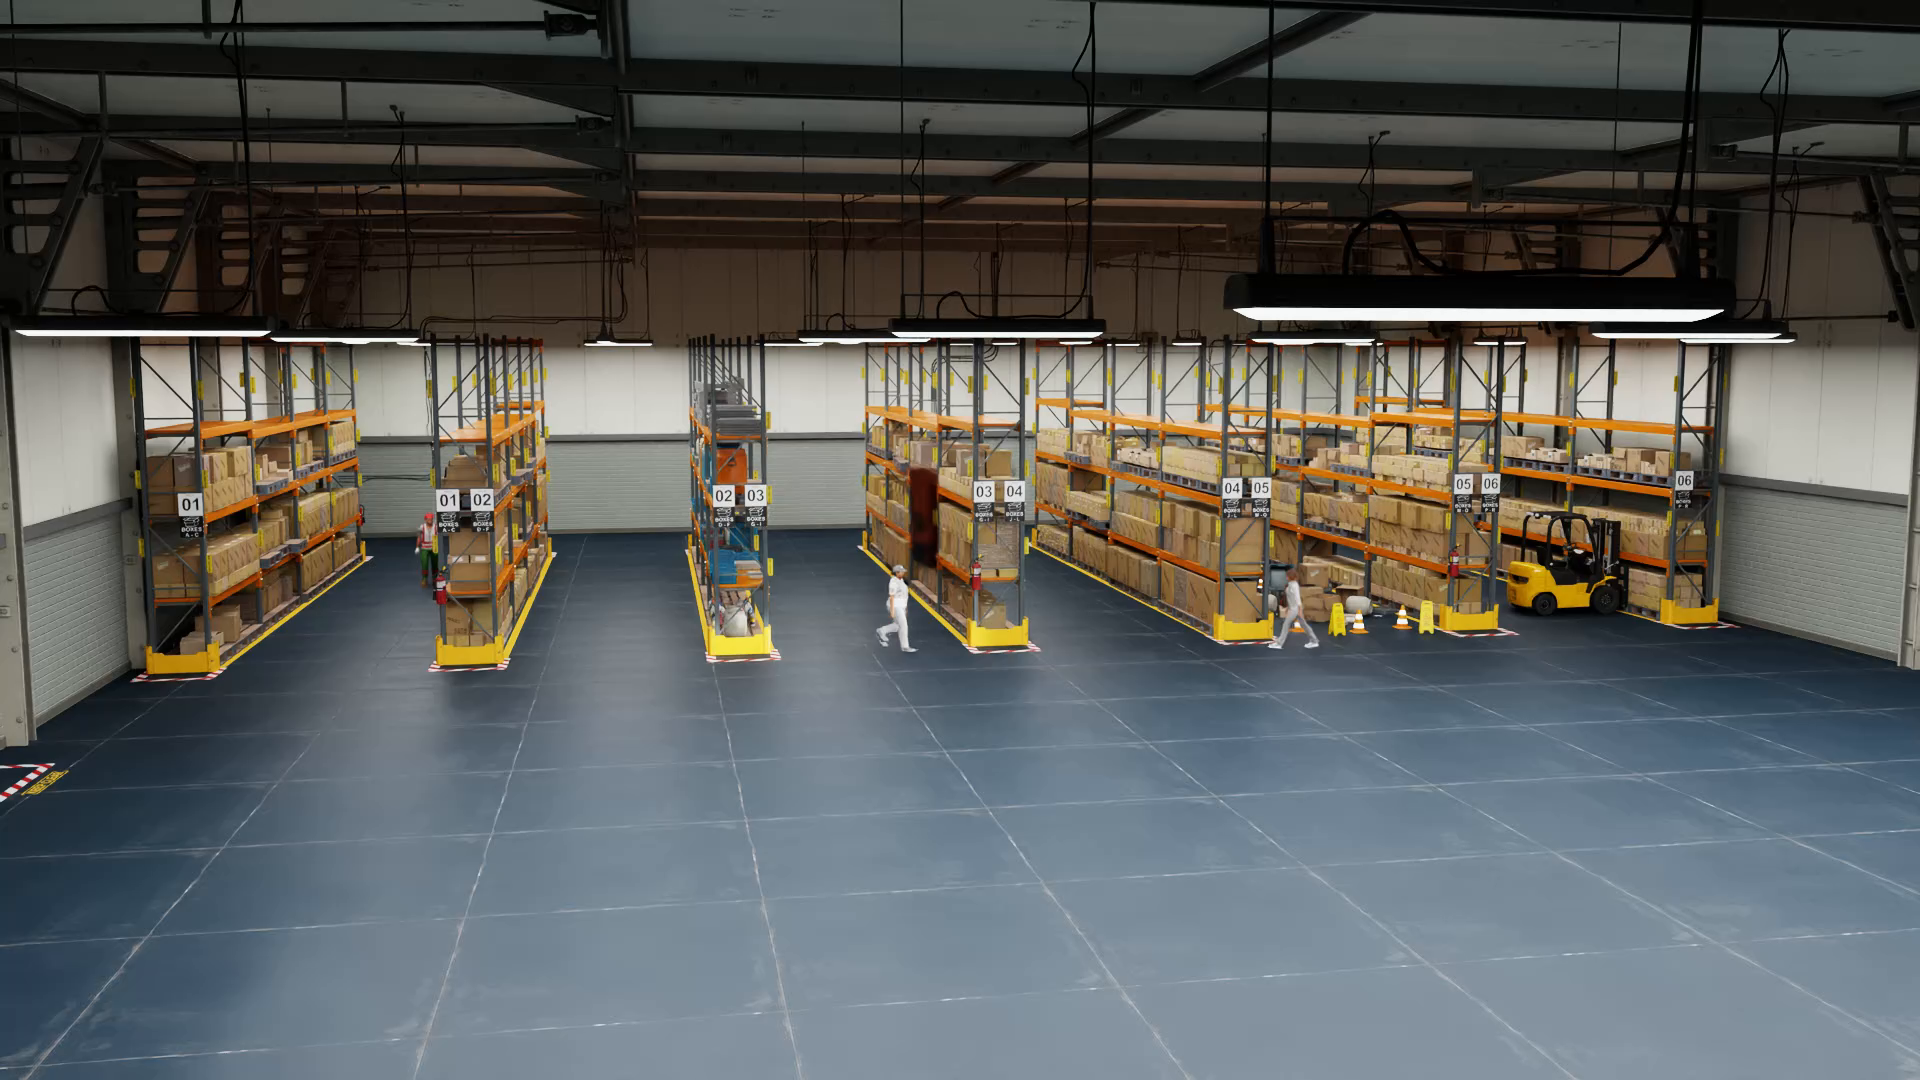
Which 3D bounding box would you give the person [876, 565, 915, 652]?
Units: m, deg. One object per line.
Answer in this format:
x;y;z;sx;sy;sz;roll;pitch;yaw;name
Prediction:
-1.190;1.283;31.646;0.798;1.627;0.523;2;7;16;person

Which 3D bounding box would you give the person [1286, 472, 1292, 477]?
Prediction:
10.653;-1.324;53.738;0.766;1.759;0.574;-3;7;-26;person

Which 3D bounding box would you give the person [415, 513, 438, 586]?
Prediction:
-12.886;0.216;40.305;0.647;1.721;1.050;-2;7;-15;person

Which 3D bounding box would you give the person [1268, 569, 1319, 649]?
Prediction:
6.374;1.309;31.746;0.976;1.528;0.462;1;7;6;person
